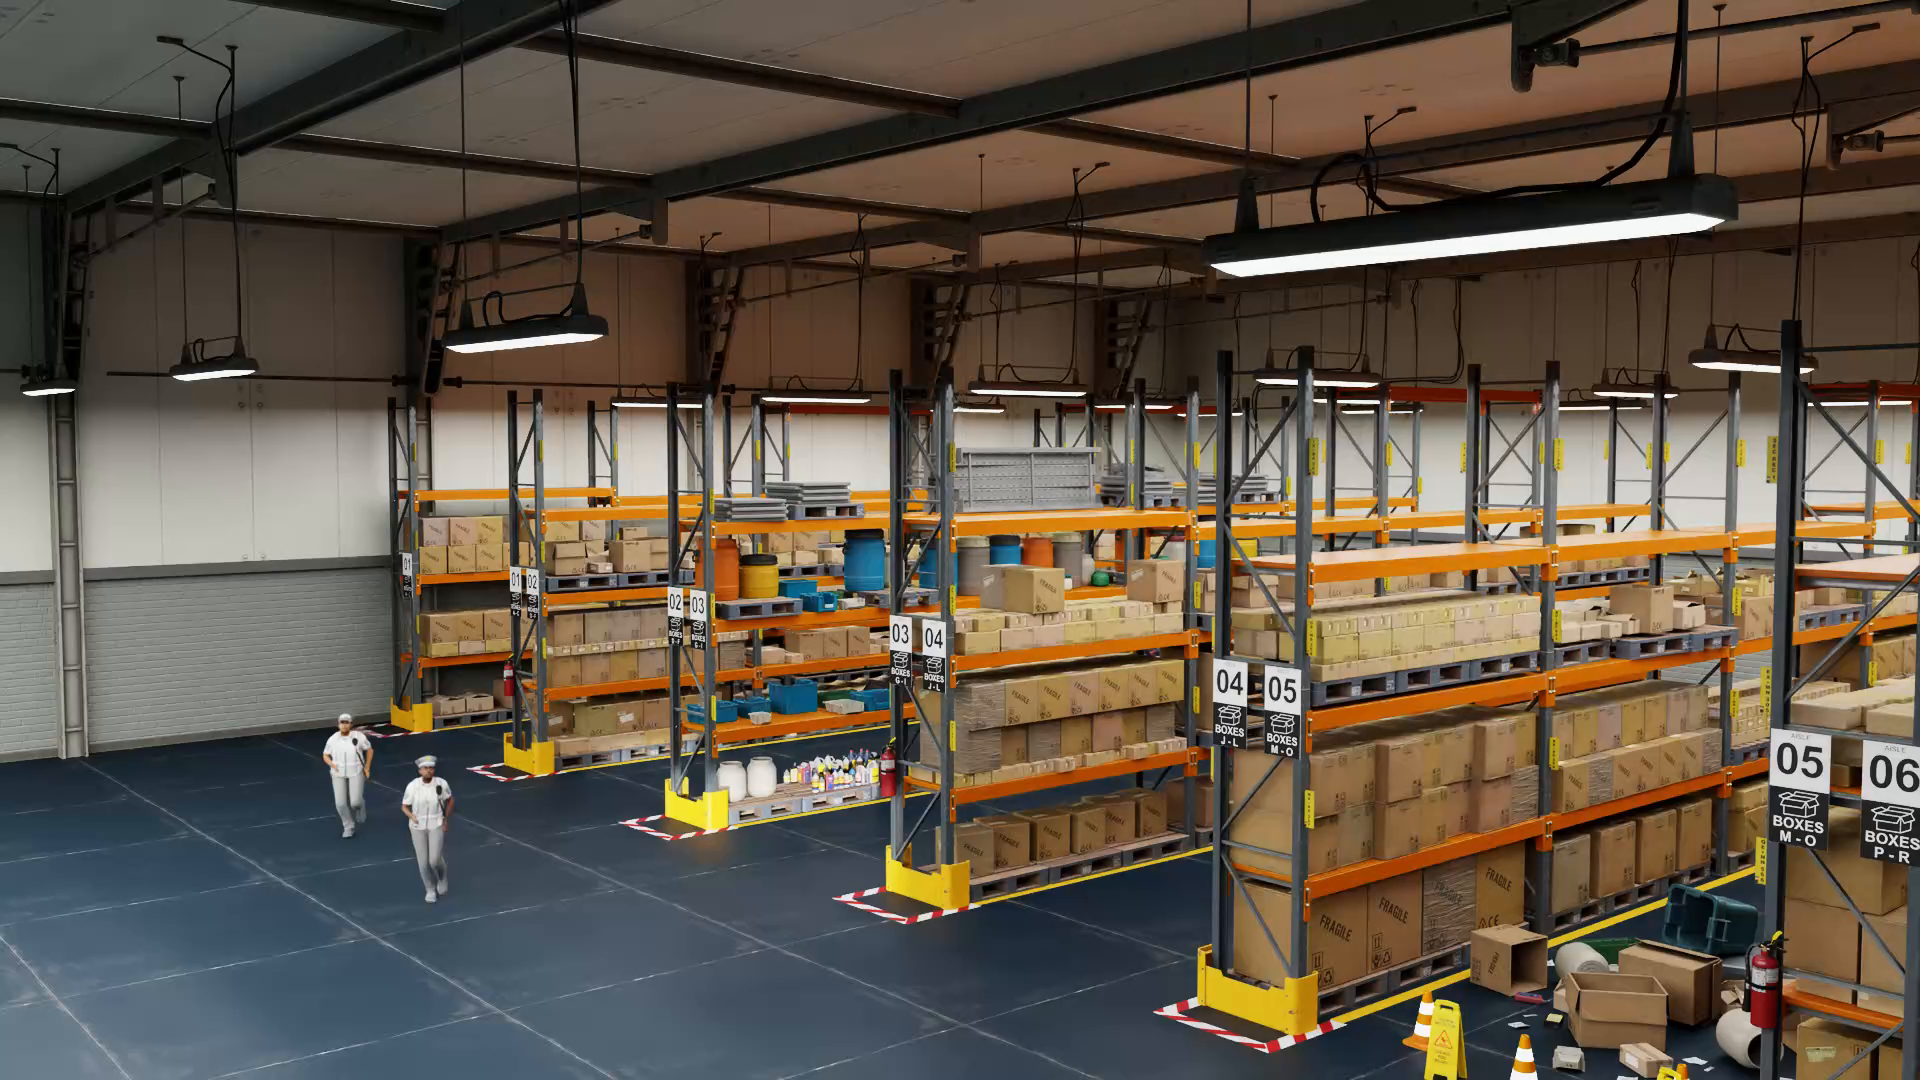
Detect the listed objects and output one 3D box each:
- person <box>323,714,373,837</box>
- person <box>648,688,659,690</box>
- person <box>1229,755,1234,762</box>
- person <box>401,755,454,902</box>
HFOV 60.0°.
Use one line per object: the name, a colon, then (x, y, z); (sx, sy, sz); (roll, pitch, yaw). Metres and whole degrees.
person: (-8.041, 3.084, 21.818); (0.609, 1.614, 0.539); (-1, 3, -10)
person: (-5.444, 2.640, 29.871); (0.716, 1.635, 0.529); (-3, 5, -43)
person: (4.397, 2.715, 26.651); (0.925, 1.829, 0.673); (-3, 4, -41)
person: (-5.970, 3.244, 18.648); (0.559, 1.663, 0.540); (-1, 3, -15)
